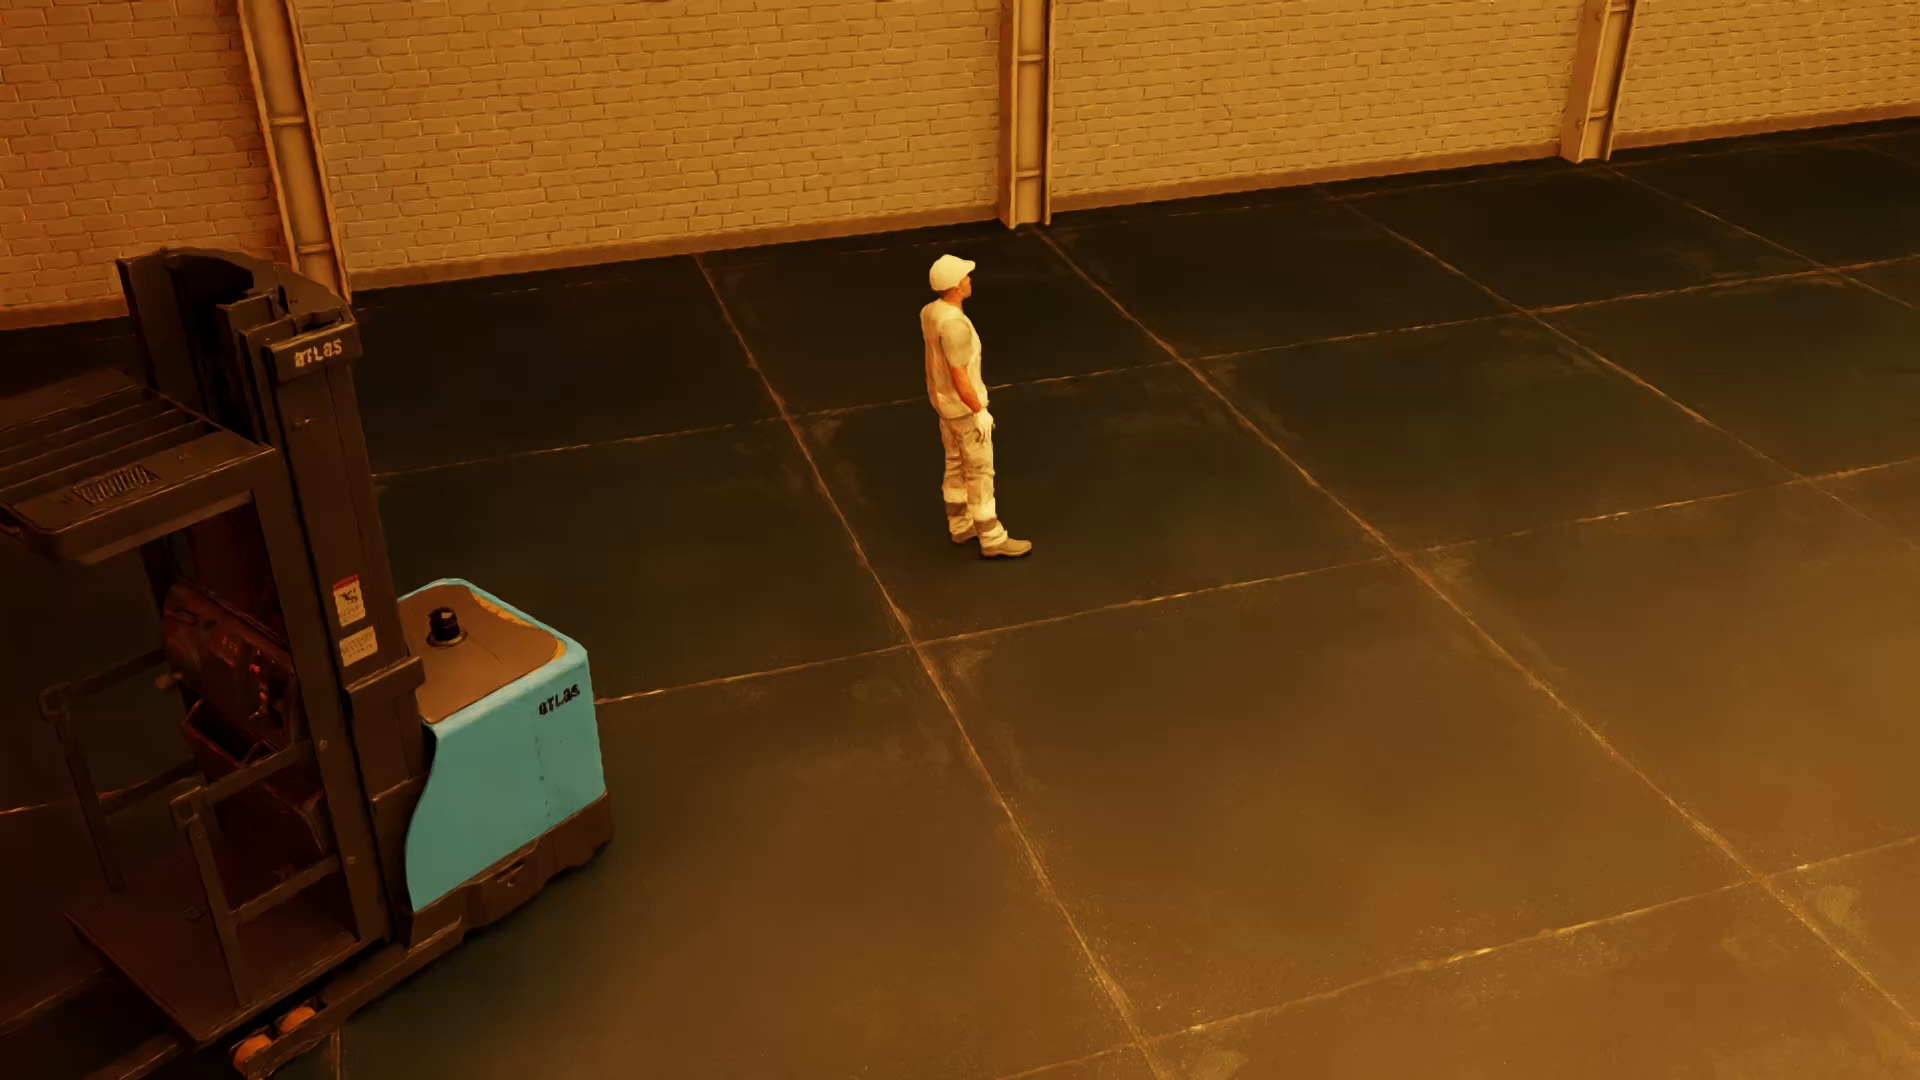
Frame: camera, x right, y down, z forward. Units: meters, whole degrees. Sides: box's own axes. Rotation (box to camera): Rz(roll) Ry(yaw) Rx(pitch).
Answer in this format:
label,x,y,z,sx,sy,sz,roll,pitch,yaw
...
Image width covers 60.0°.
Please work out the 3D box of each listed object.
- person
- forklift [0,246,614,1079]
label,x,y,z,sx,sy,sz,roll,pitch,yaw
person,0.080,-0.789,9.589,0.563,1.787,0.637,-10,31,-16
forklift,-2.905,0.526,6.172,1.130,2.935,3.031,23,37,34
